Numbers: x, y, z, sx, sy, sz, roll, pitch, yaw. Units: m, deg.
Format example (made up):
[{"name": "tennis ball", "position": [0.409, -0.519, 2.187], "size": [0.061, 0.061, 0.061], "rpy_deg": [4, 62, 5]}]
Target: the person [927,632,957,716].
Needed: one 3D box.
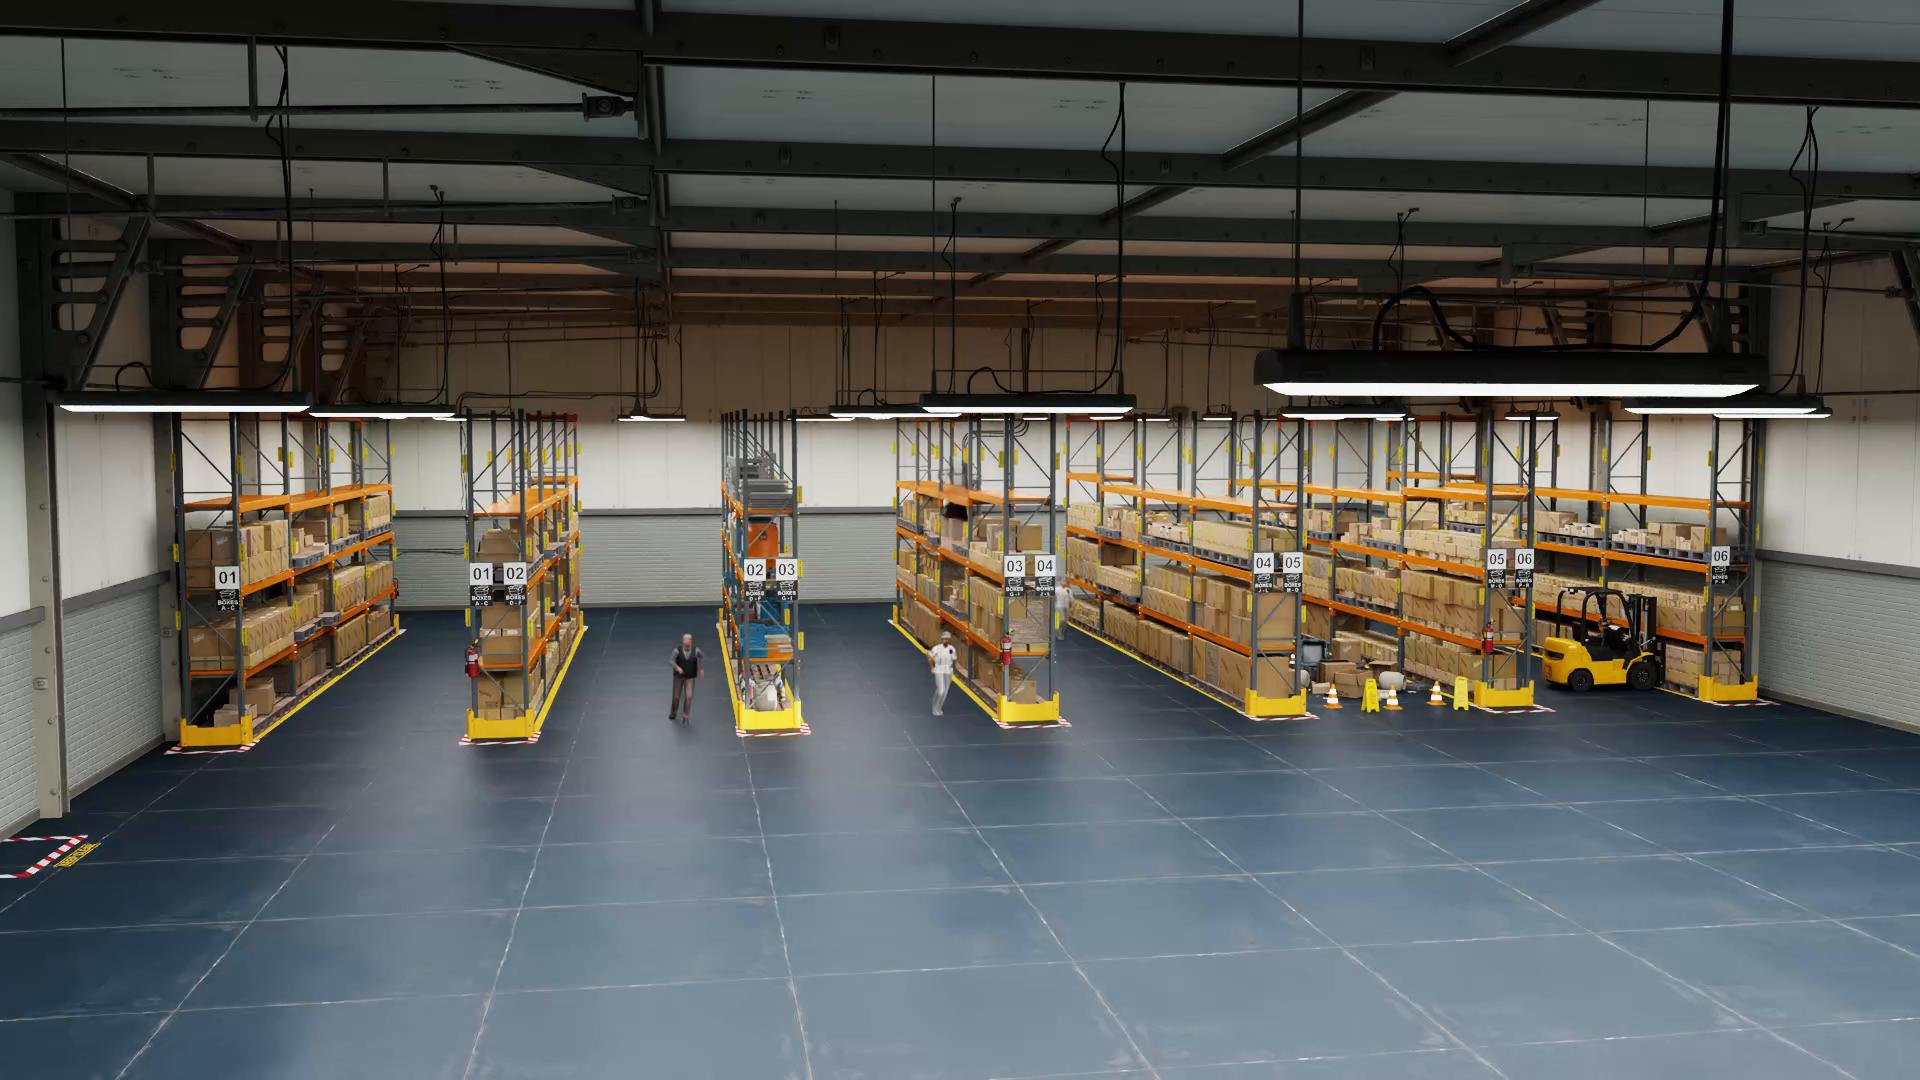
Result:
[{"name": "person", "position": [-0.325, 2.625, 32.609], "size": [0.554, 1.647, 0.637], "rpy_deg": [-1, 4, -17]}]

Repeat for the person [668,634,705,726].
[{"name": "person", "position": [-5.222, 2.672, 31.755], "size": [0.710, 1.774, 0.721], "rpy_deg": [-1, 4, -10]}]

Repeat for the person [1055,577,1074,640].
[{"name": "person", "position": [2.733, 1.809, 44.010], "size": [0.582, 1.690, 0.658], "rpy_deg": [-1, 4, -18]}]
